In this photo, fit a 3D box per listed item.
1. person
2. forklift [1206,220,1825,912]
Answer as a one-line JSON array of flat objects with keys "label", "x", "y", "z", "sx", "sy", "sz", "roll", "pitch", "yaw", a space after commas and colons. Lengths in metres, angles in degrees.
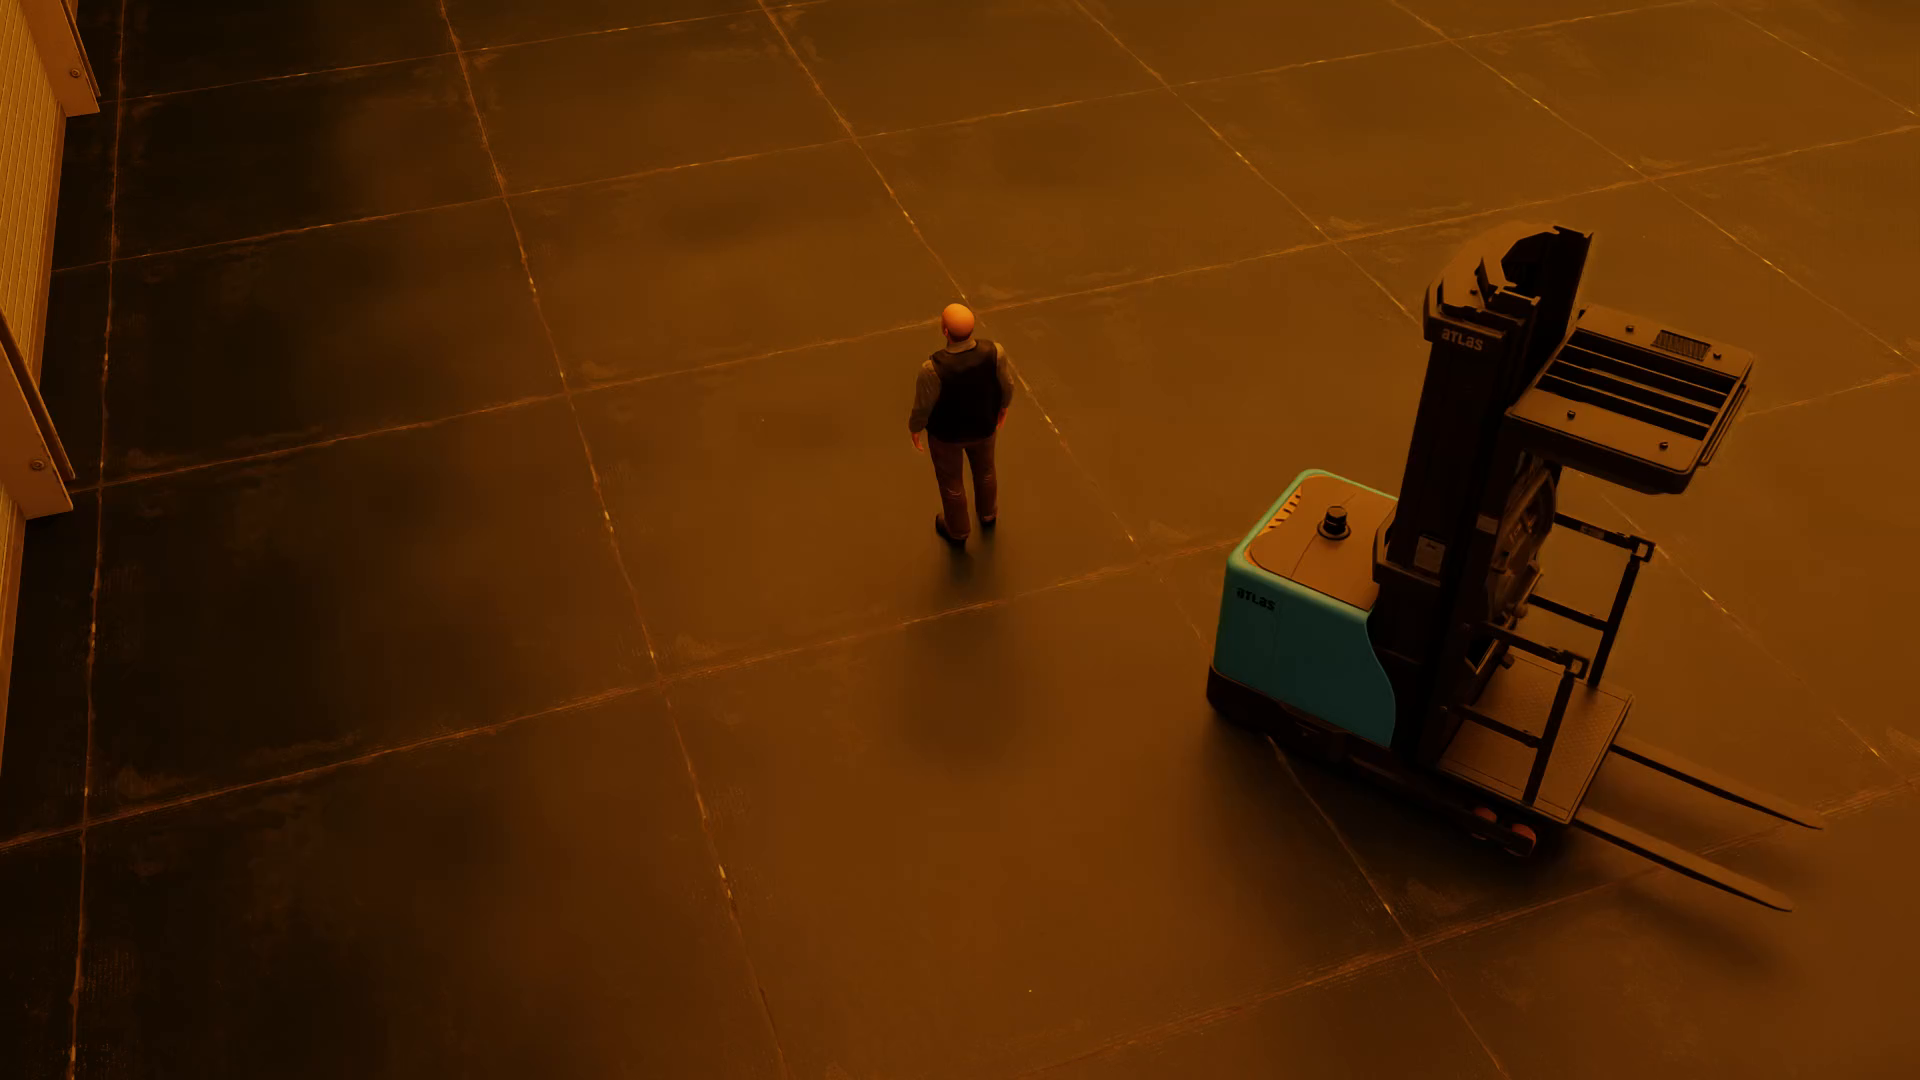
[{"label": "person", "x": -0.013, "y": -0.704, "z": 9.764, "sx": 0.632, "sy": 1.720, "sz": 0.568, "roll": -13, "pitch": 42, "yaw": -15}, {"label": "forklift", "x": 2.859, "y": 0.076, "z": 7.905, "sx": 3.031, "sy": 2.935, "sz": 1.130, "roll": 24, "pitch": 45, "yaw": 26}]
